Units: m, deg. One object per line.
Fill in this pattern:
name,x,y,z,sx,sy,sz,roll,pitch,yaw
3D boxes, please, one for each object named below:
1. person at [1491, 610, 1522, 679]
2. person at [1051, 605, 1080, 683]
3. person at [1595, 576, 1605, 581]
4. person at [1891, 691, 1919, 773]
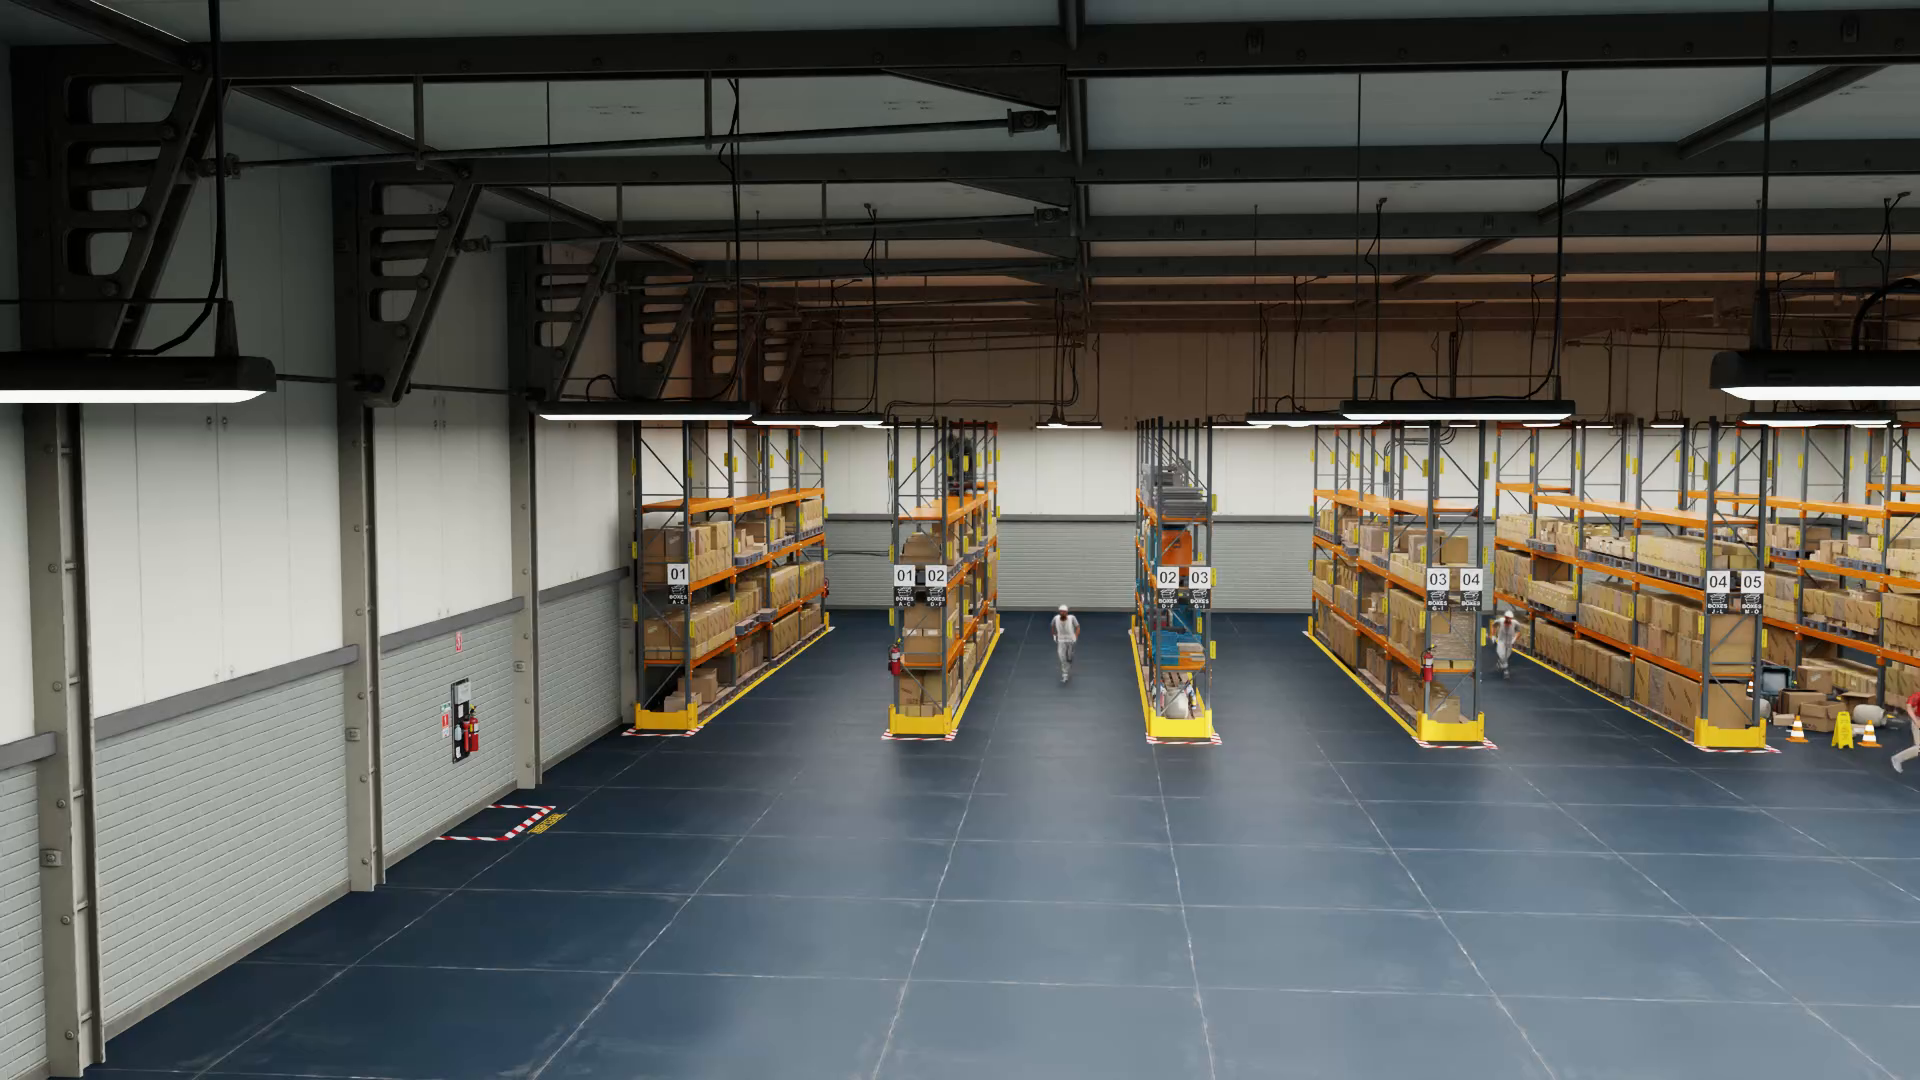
person,12.719,2.408,38.765,0.668,1.623,1.118,1,4,11
person,2.429,2.363,38.392,0.681,1.769,1.002,0,4,6
person,17.278,1.925,44.946,0.676,1.862,0.790,-1,4,-12
person,15.955,3.115,27.545,0.864,1.732,0.649,-2,4,-25
